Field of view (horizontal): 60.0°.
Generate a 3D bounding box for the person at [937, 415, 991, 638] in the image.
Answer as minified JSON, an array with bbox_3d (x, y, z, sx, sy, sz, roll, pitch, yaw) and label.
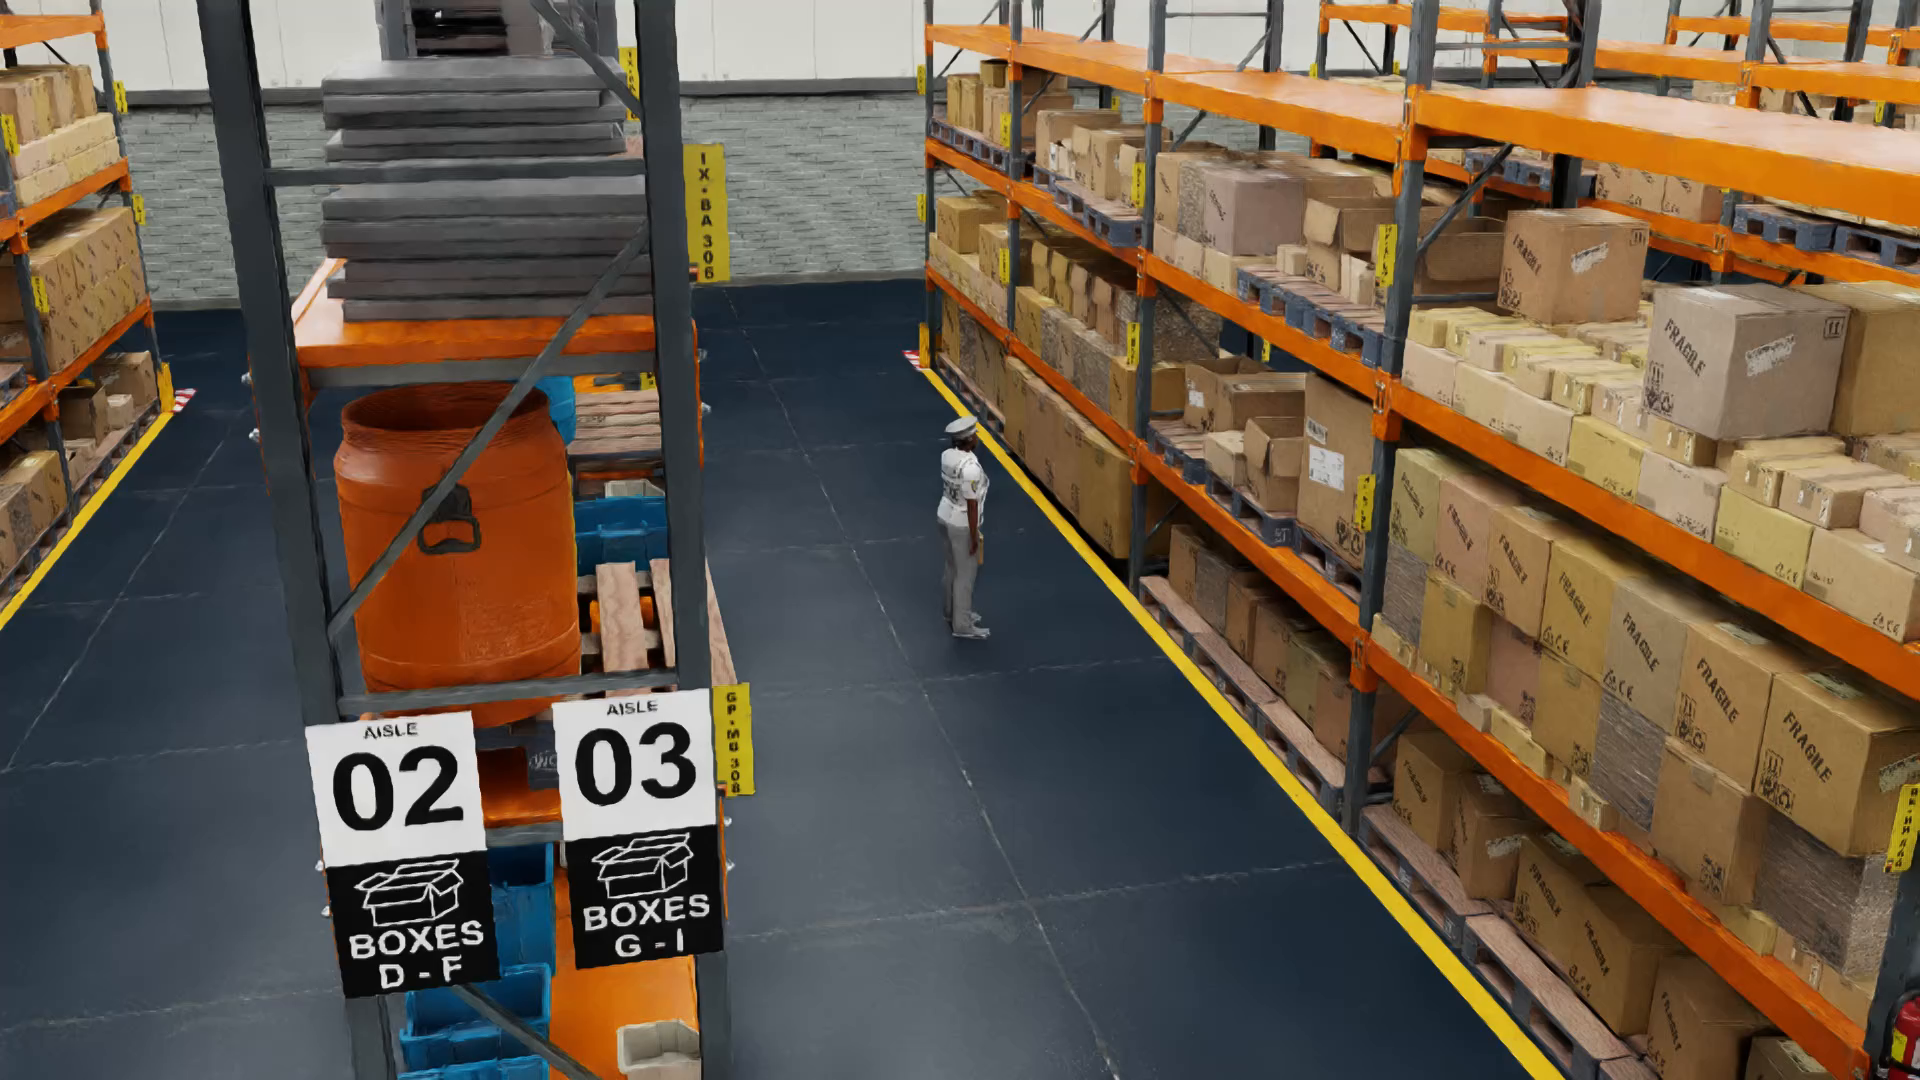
[{"bbox_3d":[0.022,-0.112,12.565,0.360,1.688,0.501,-9,22,-23],"label":"person"}]
